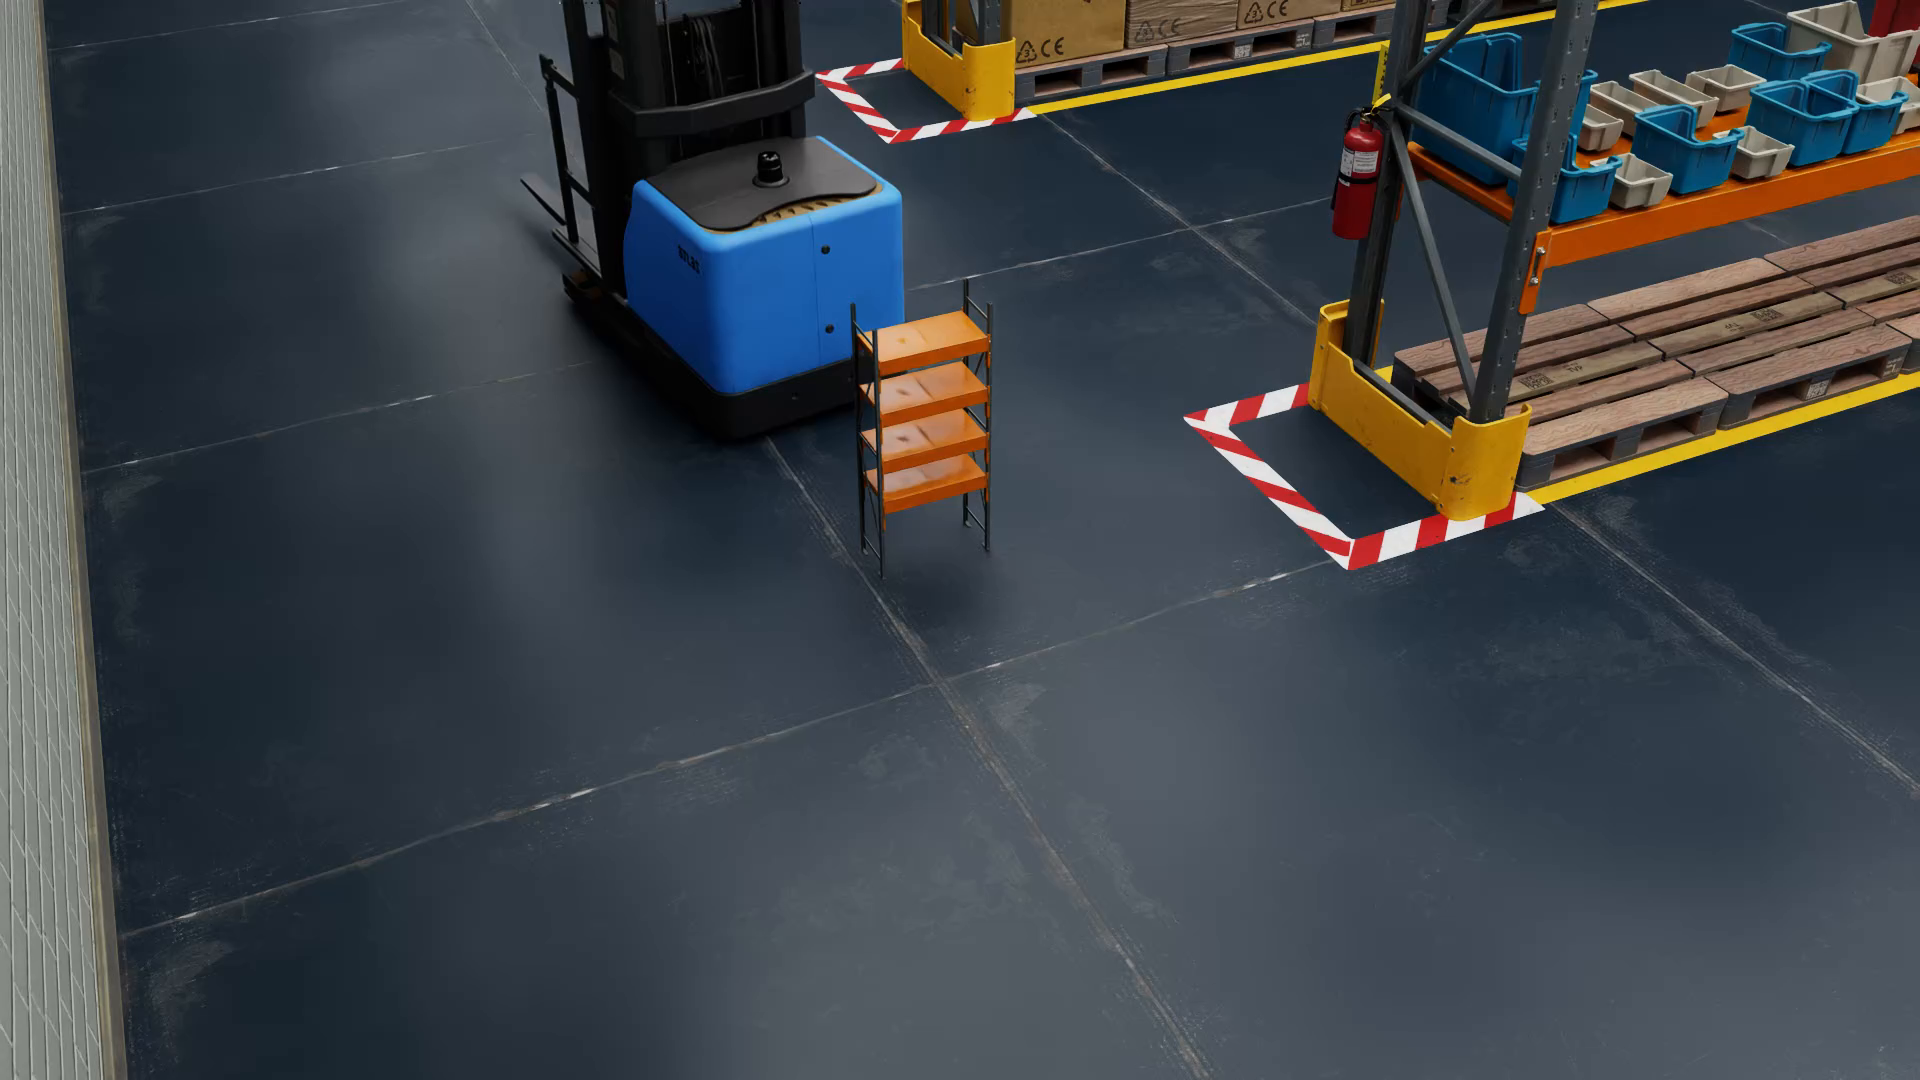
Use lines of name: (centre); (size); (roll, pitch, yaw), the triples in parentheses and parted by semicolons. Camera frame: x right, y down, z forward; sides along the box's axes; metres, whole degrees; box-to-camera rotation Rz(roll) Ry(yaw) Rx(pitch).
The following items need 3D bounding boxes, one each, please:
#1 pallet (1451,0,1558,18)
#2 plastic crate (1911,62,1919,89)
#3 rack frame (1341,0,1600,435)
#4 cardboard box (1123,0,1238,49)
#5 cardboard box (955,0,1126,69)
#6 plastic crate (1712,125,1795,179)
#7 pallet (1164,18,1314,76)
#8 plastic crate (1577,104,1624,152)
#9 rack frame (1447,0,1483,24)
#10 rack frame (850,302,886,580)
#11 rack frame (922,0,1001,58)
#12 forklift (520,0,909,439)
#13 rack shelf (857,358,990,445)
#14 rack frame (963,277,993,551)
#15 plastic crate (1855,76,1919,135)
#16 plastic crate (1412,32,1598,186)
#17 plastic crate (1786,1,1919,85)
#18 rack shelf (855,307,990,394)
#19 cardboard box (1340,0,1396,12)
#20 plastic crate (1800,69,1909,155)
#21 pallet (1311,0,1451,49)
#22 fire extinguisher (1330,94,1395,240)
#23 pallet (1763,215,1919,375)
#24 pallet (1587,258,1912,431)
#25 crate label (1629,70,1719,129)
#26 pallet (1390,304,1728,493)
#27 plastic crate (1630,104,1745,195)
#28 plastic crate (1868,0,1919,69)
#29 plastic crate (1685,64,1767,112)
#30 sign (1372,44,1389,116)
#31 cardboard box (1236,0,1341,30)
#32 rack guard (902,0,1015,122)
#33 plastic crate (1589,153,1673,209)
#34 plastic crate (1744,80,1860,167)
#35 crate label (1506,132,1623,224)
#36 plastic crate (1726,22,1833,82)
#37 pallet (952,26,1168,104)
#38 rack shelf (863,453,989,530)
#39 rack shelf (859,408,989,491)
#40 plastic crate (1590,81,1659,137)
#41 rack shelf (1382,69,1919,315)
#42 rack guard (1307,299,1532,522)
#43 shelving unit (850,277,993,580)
pallet: (4.287, -4.445, 13.065); (1.213, 0.211, 1.003); (-16, 39, -20)
plastic crate: (4.826, -2.143, 7.802); (0.590, 0.125, 0.437); (-16, 39, -20)
rack frame: (2.104, -1.645, 6.950); (0.127, 3.000, 1.000); (-16, 39, -20)
cardboard box: (1.369, -4.067, 11.646); (0.875, 0.875, 0.875); (-16, 39, -20)
cardboard box: (0.545, -3.837, 11.336); (0.875, 0.875, 0.875); (-16, 39, -20)
plastic crate: (3.407, -1.657, 7.136); (0.298, 0.136, 0.250); (-16, 39, -20)
pallet: (1.793, -3.747, 12.125); (1.213, 0.211, 1.003); (-16, 39, -20)
plastic crate: (2.765, -1.867, 7.421); (0.243, 0.136, 0.396); (-16, 39, -20)
rack frame: (3.621, -5.329, 11.916); (0.127, 3.000, 1.000); (-16, 39, -20)
rack frame: (-0.371, -0.378, 6.753); (0.015, 1.200, 0.240); (-16, 39, -20)
rack frame: (0.000, -4.316, 10.551); (0.127, 3.000, 1.000); (-16, 39, -20)
forklift: (-1.476, -2.492, 8.150); (1.130, 2.935, 3.031); (-21, 42, -26)
rack shelf: (-0.150, -0.566, 6.743); (0.480, 0.148, 0.258); (-16, 39, -20)
rack frame: (0.071, -0.502, 6.919); (0.015, 1.200, 0.240); (-16, 39, -20)
plastic crate: (4.276, -1.973, 7.563); (0.466, 0.136, 0.293); (-16, 39, -20)
plastic crate: (2.328, -1.869, 7.172); (0.499, 0.435, 0.616); (-16, 39, -20)
plastic crate: (4.264, -2.347, 7.945); (0.530, 0.282, 0.437); (-16, 39, -20)
rack shelf: (-0.150, -0.756, 6.602); (0.480, 0.148, 0.258); (-16, 39, -20)
cardboard box: (2.989, -4.520, 12.257); (0.875, 0.875, 0.875); (-16, 39, -20)
plastic crate: (3.931, -1.896, 7.379); (0.300, 0.233, 0.416); (-16, 39, -20)
pallet: (2.899, -4.058, 12.544); (1.213, 0.211, 1.003); (-16, 39, -20)
fire extinguisher: (1.774, -1.671, 7.363); (0.183, 0.674, 0.296); (-16, 39, -20)
pallet: (5.076, -1.331, 8.867); (1.213, 0.211, 1.003); (-16, 39, -20)
pallet: (3.970, -1.019, 8.447); (1.213, 0.211, 1.003); (-16, 39, -20)
crate label: (3.276, -2.017, 7.622); (0.243, 0.136, 0.396); (-16, 39, -20)
pallet: (2.867, -0.713, 8.034); (1.213, 0.211, 1.003); (-16, 39, -20)
plastic crate: (3.063, -1.654, 7.052); (0.300, 0.233, 0.416); (-16, 39, -20)
plastic crate: (4.810, -2.617, 8.156); (0.583, 0.464, 0.402); (-16, 39, -20)
plastic crate: (3.536, -2.102, 7.736); (0.250, 0.136, 0.298); (-16, 39, -20)
sign: (1.856, -2.003, 7.296); (0.005, 0.325, 0.100); (-16, 39, -20)
cardboard box: (2.174, -4.292, 11.950); (0.875, 0.875, 0.875); (-16, 39, -20)
rack guard: (-0.022, -3.306, 11.288); (0.348, 0.500, 1.175); (-16, 39, -20)
plastic crate: (2.793, -1.485, 6.905); (0.298, 0.136, 0.250); (-16, 39, -20)
plastic crate: (3.659, -1.820, 7.276); (0.300, 0.233, 0.416); (-16, 39, -20)
crate label: (2.467, -1.487, 6.827); (0.303, 0.233, 0.416); (-16, 39, -20)
plastic crate: (3.854, -2.260, 7.869); (0.300, 0.233, 0.416); (-16, 39, -20)
pallet: (0.690, -3.441, 11.712); (1.213, 0.211, 1.003); (-16, 39, -20)
rack shelf: (-0.150, -0.226, 6.994); (0.480, 0.148, 0.258); (-16, 39, -20)
rack shelf: (-0.150, -0.386, 6.876); (0.480, 0.148, 0.258); (-16, 39, -20)
plastic crate: (3.034, -1.933, 7.509); (0.243, 0.136, 0.396); (-16, 39, -20)
rack shelf: (3.915, -1.862, 7.847); (4.000, 0.370, 1.077); (-16, 39, -20)
rack guard: (2.088, -0.628, 7.677); (0.348, 0.500, 1.175); (-16, 39, -20)
shelving unit: (-0.150, -0.440, 6.836); (0.503, 1.200, 0.258); (-16, 39, -20)
